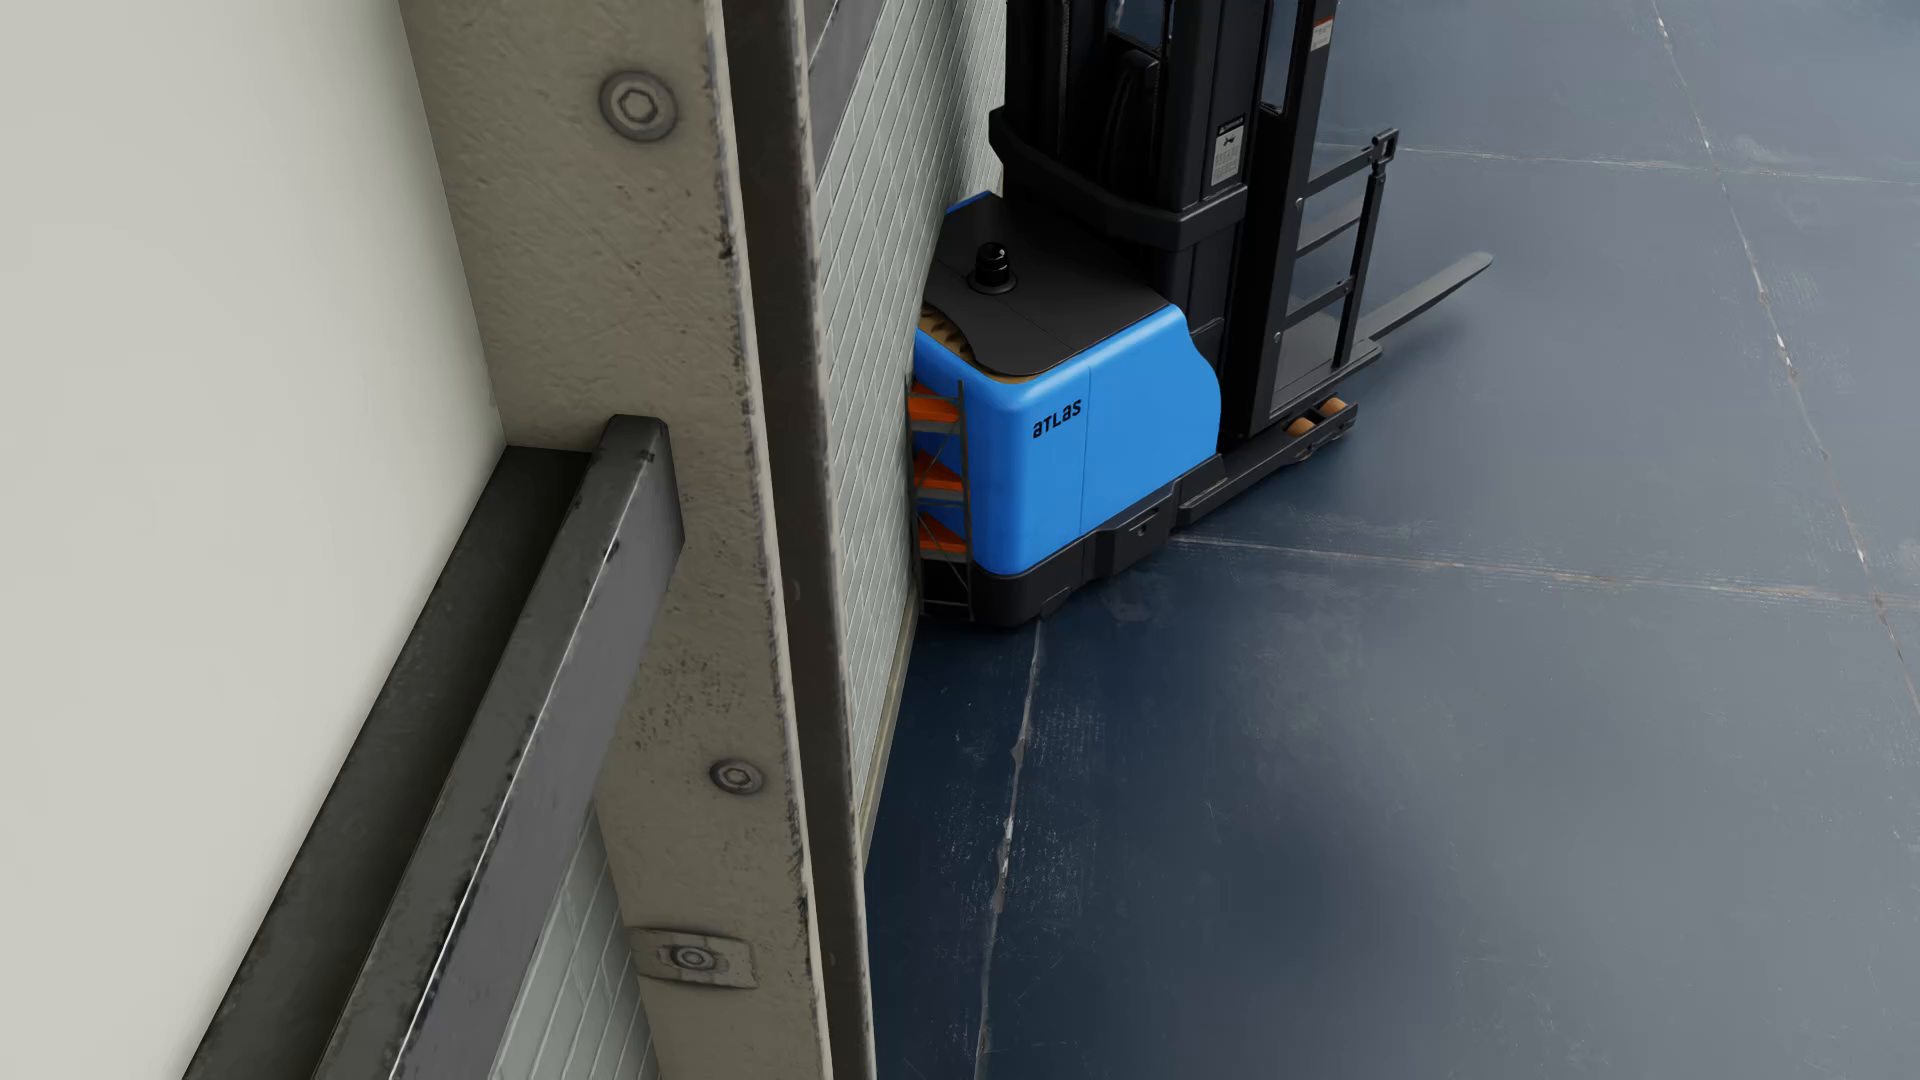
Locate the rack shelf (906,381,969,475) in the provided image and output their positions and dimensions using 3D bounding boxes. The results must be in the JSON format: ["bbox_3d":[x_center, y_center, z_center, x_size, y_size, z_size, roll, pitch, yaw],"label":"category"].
[{"bbox_3d":[-0.054,-0.400,5.484,0.215,0.259,0.240,6,42,10],"label":"rack shelf"}]

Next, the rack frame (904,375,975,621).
[{"bbox_3d":[-0.067,-0.116,5.576,0.200,1.050,0.008,6,42,10],"label":"rack frame"}]

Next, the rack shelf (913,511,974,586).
[{"bbox_3d":[-0.031,0.019,5.856,0.215,0.259,0.240,6,42,10],"label":"rack shelf"}]

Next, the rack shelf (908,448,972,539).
[{"bbox_3d":[-0.042,-0.188,5.672,0.215,0.259,0.240,6,42,10],"label":"rack shelf"}]

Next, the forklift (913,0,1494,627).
[{"bbox_3d":[0.954,-1.627,5.837,3.031,2.935,1.130,-31,51,-28],"label":"forklift"}]

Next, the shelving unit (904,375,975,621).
[{"bbox_3d":[-0.043,-0.196,5.665,0.215,1.050,0.252,6,42,10],"label":"shelving unit"}]
